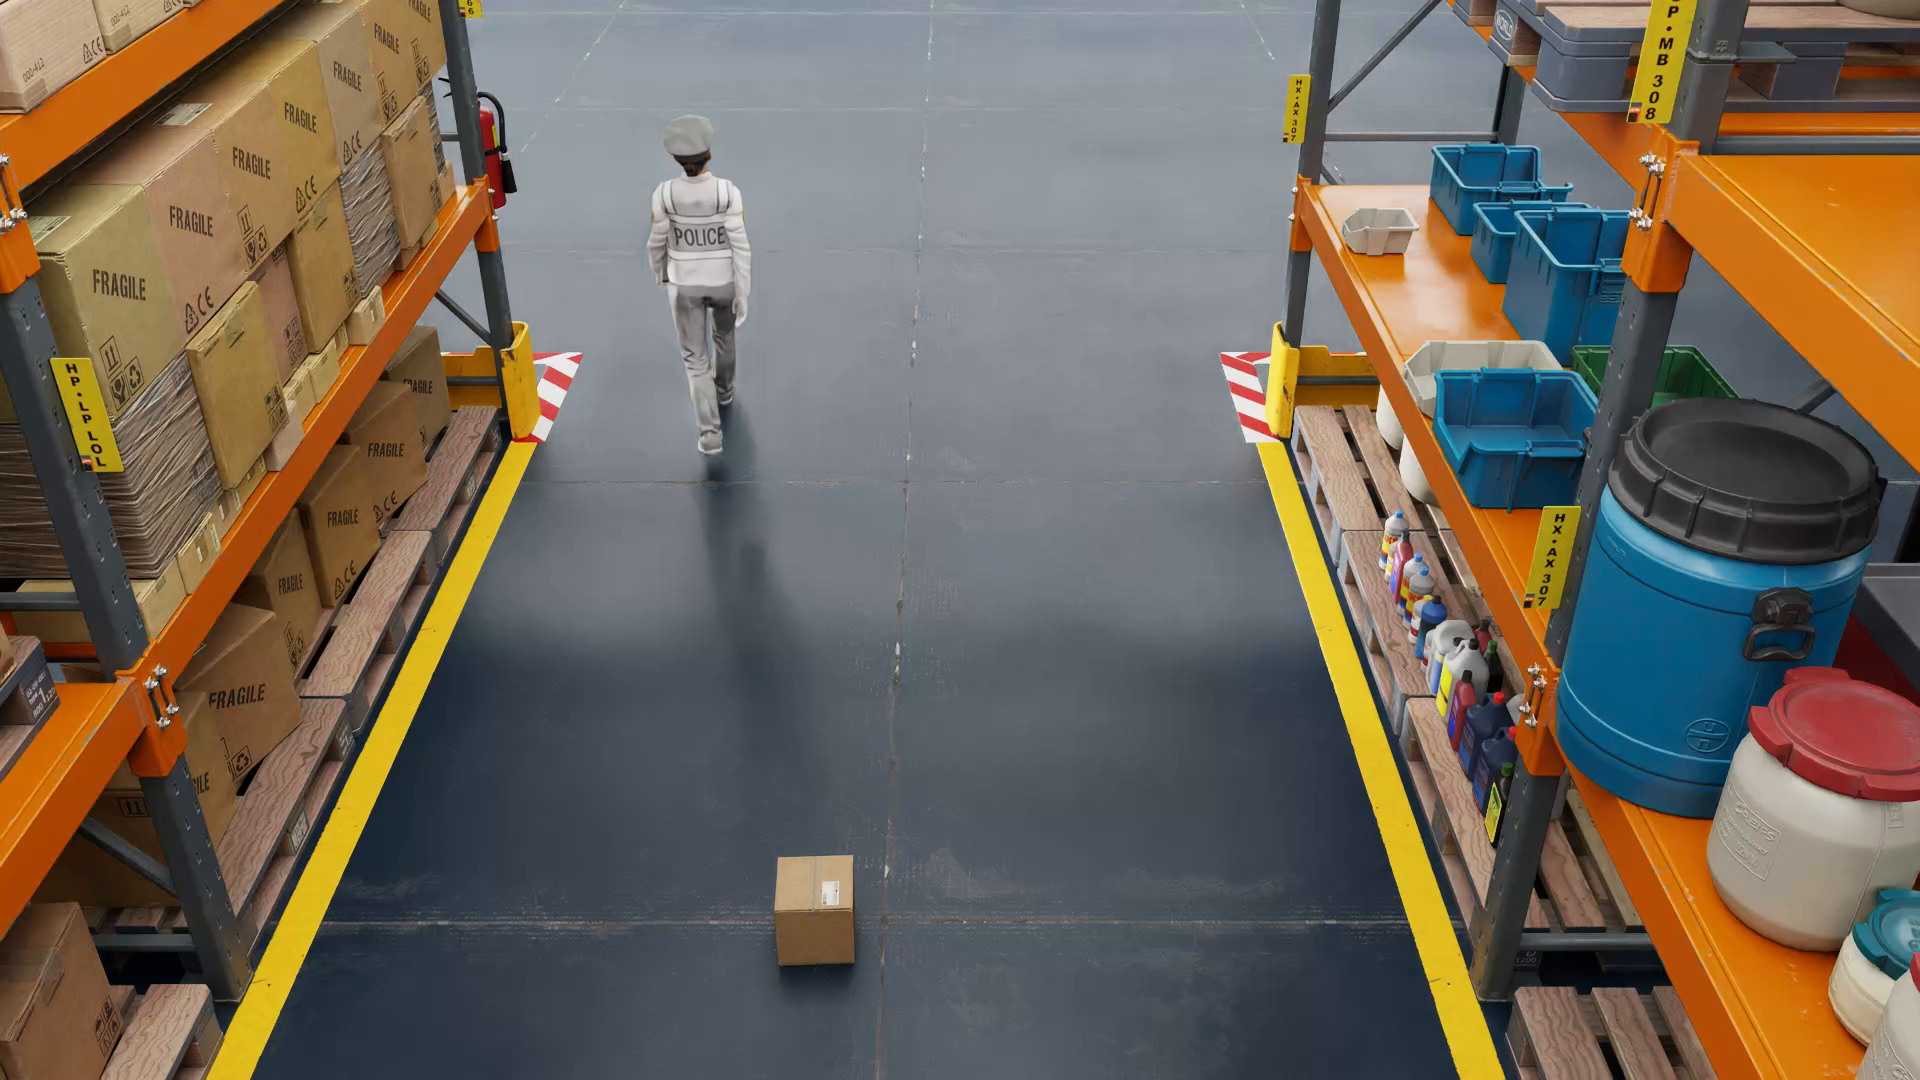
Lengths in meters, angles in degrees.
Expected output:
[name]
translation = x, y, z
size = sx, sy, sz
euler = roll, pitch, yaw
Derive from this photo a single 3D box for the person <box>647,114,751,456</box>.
[person]
translation = -1.279, -1.286, 8.180
size = 0.481, 1.638, 0.998
euler = -8, 33, -13
